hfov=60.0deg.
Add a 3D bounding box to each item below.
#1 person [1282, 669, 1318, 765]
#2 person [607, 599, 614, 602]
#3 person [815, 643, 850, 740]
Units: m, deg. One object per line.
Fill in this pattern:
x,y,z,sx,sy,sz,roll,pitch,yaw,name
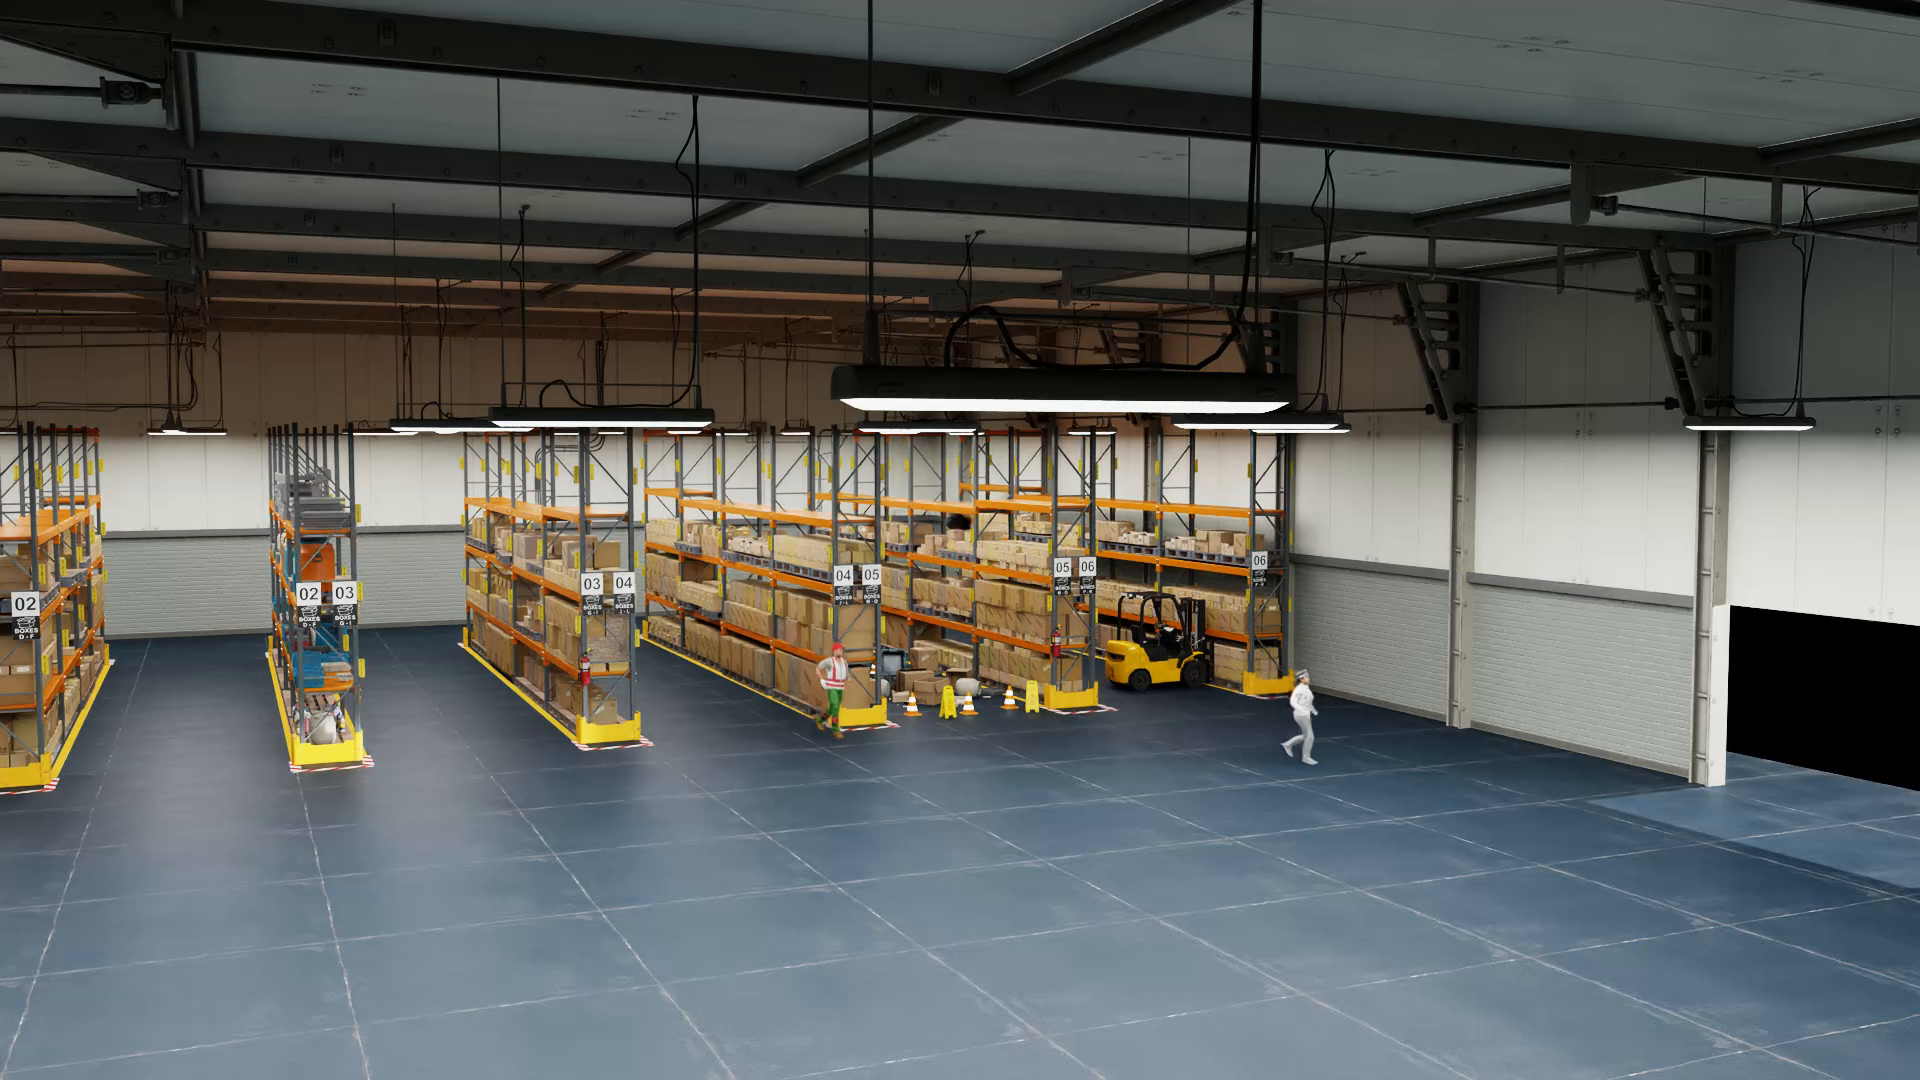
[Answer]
5.995,3.102,29.299,0.636,1.680,0.627,2,4,26,person
-10.093,1.976,47.127,0.718,1.797,0.981,0,3,4,person
-2.415,2.884,32.018,0.925,1.793,0.687,3,5,43,person
